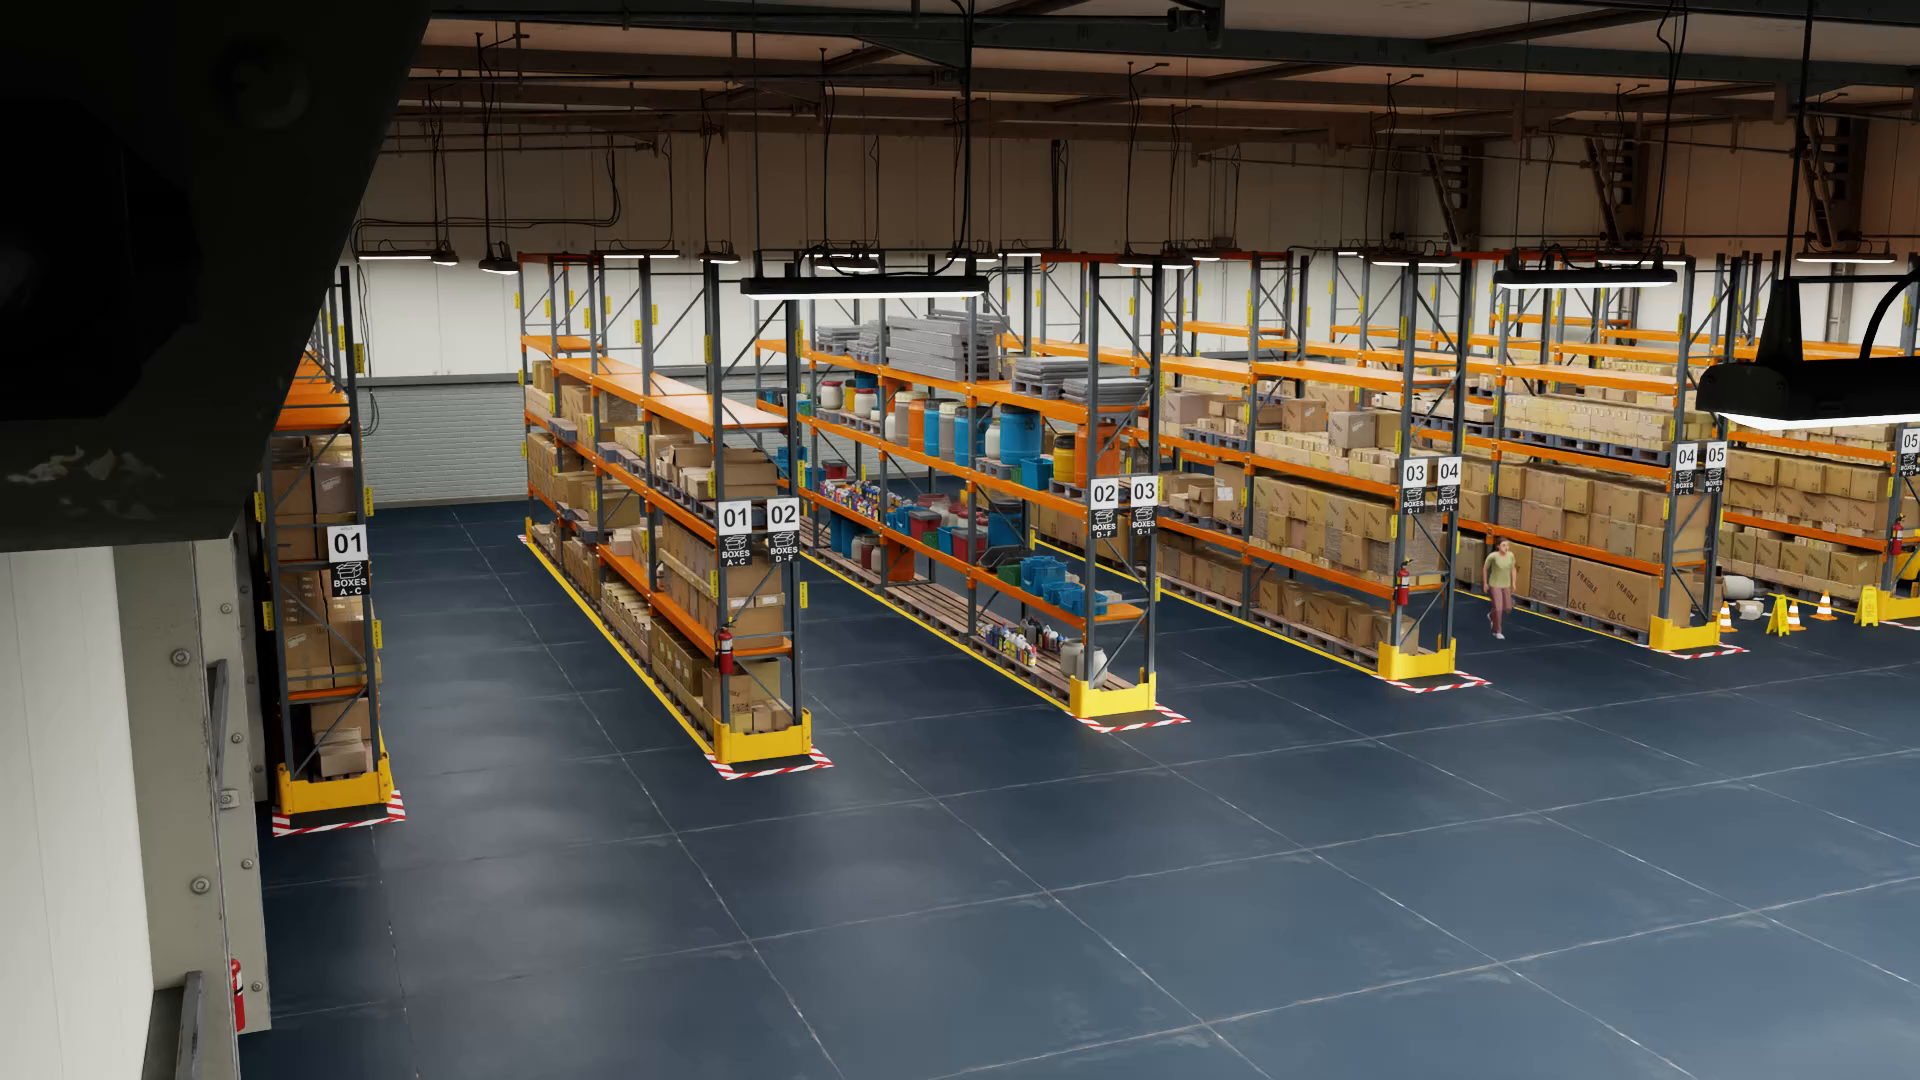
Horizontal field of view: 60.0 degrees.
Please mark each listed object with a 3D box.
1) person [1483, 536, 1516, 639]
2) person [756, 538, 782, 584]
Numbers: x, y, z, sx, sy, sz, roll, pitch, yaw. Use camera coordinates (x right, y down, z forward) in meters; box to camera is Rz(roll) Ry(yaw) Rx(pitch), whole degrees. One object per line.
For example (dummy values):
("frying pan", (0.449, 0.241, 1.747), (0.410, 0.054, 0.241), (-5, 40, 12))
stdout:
("person", (8.573, 0.724, 26.549), (0.510, 1.651, 0.608), (-2, 11, -10))
("person", (-3.244, 0.561, 27.086), (0.635, 1.699, 1.113), (-8, 13, -37))
